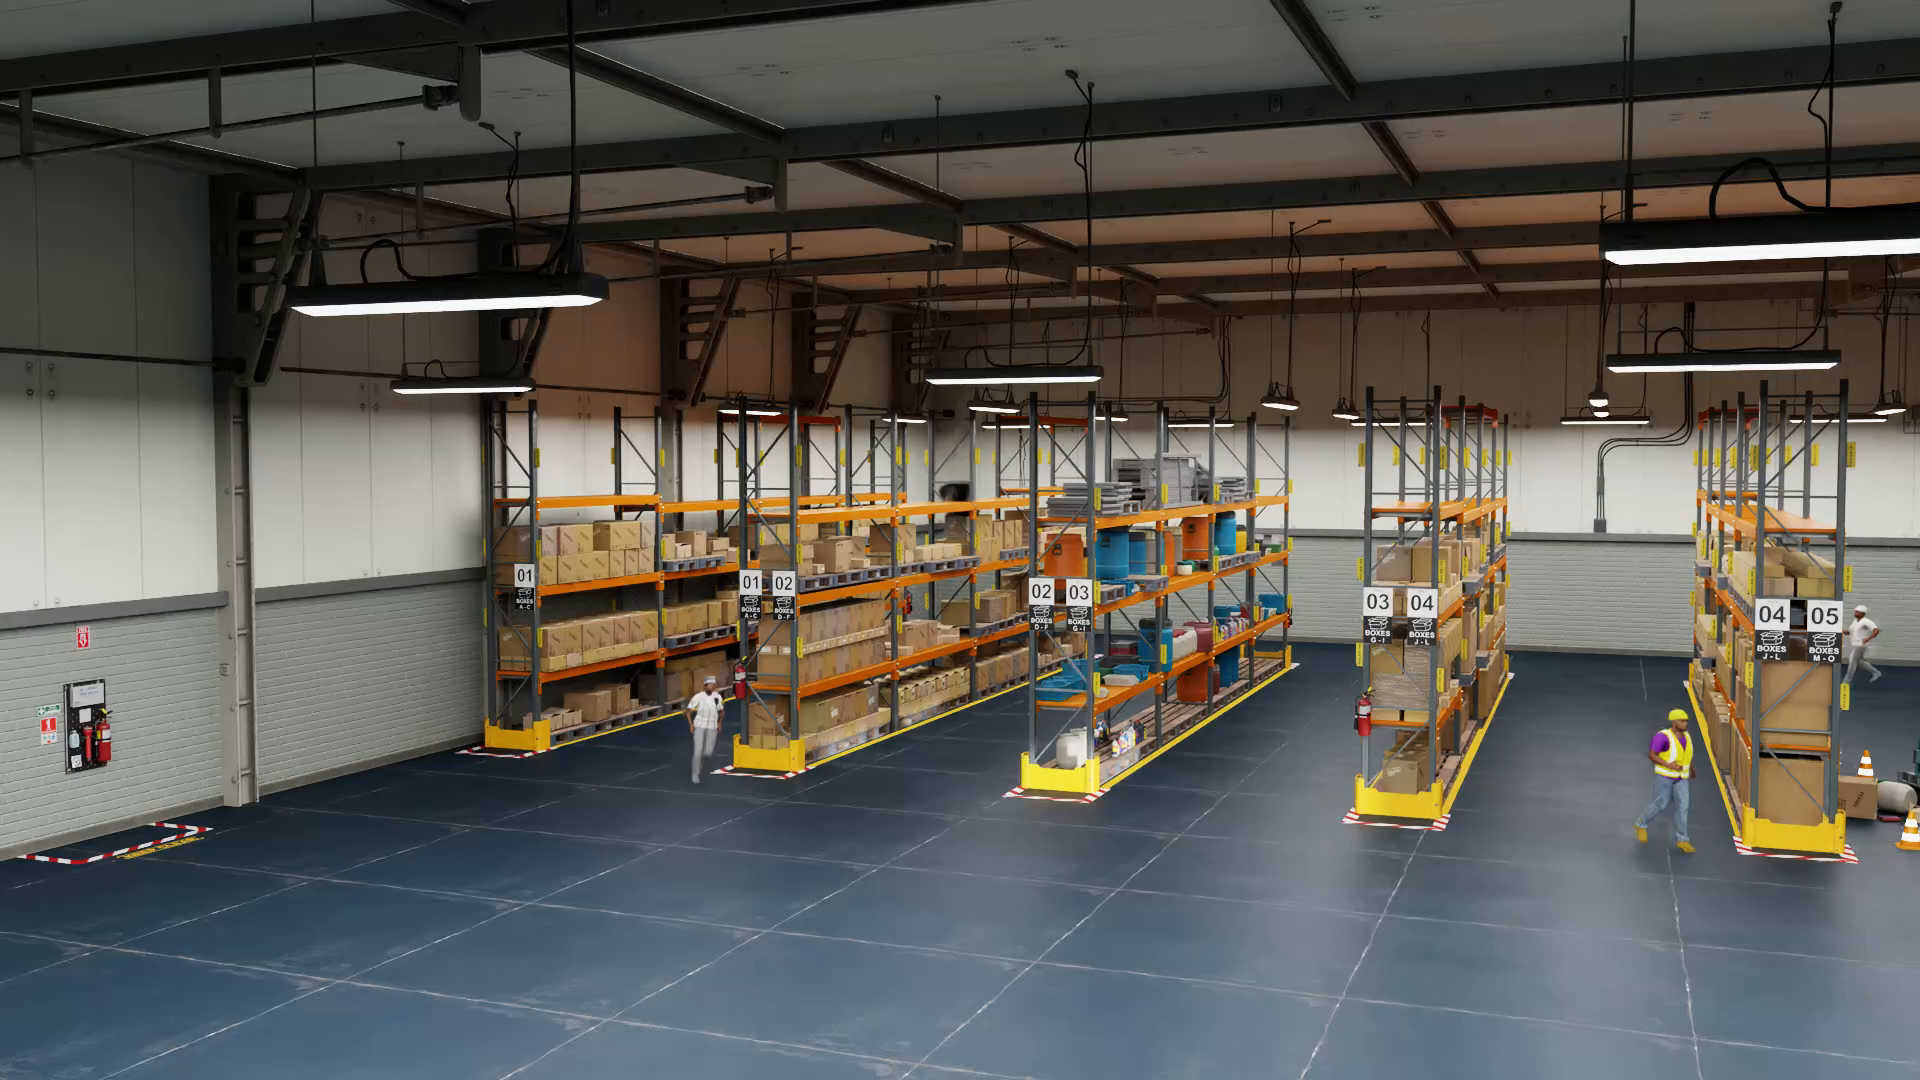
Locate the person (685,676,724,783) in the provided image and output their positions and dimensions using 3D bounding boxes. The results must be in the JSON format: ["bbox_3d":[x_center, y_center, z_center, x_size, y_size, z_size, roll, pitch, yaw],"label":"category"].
[{"bbox_3d":[-3.960,2.926,25.885,0.617,1.655,0.521,-1,3,-21],"label":"person"}]

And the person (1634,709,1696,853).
[{"bbox_3d":[9.164,3.047,21.359,0.764,1.765,0.905,-1,3,-22],"label":"person"}]

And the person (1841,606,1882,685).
[{"bbox_3d":[19.629,2.311,36.287,0.972,1.765,0.699,1,3,10],"label":"person"}]
